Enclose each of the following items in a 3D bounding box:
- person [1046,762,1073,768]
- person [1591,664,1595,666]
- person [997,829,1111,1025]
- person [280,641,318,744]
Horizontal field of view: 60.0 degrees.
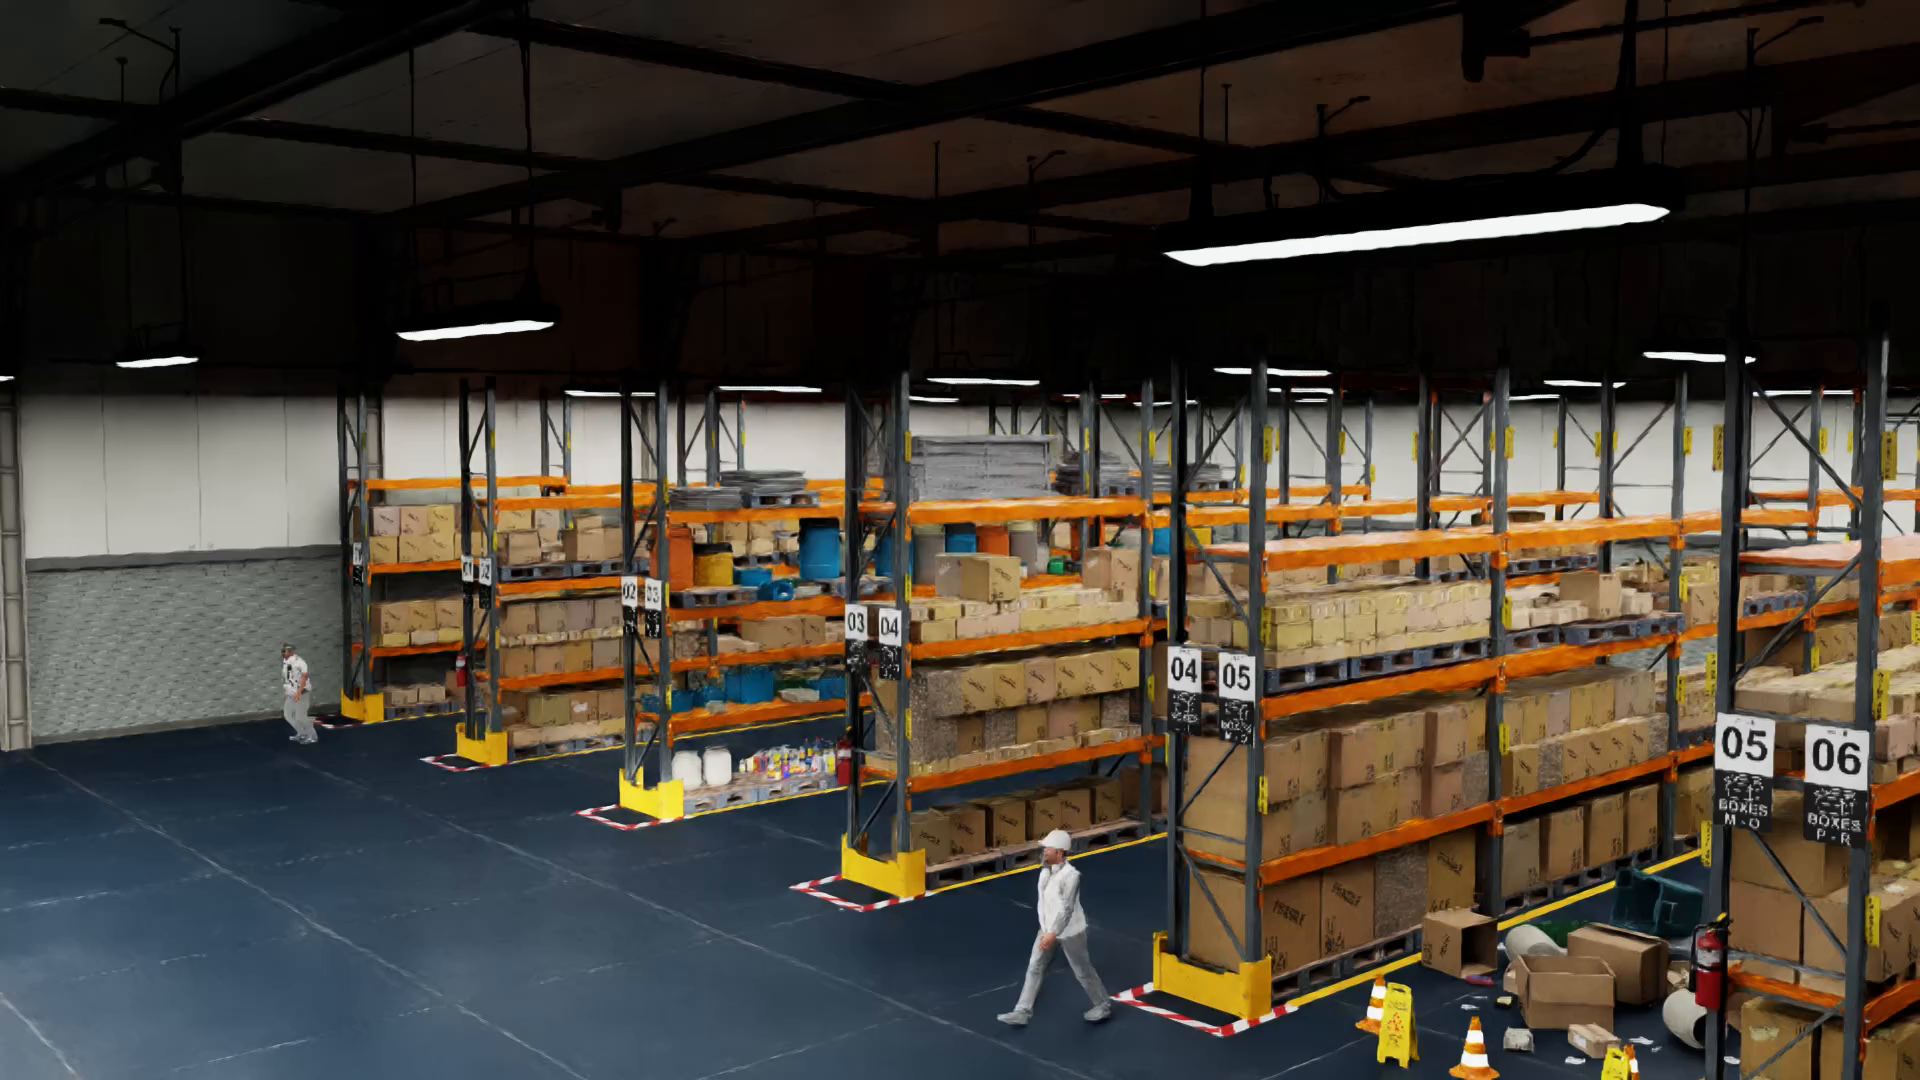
[{"bbox_3d":[1.499,2.633,25.537,0.436,1.680,0.546,2,4,24],"label":"person"},{"bbox_3d":[9.945,2.683,26.036,1.037,1.517,0.417,-3,5,-39],"label":"person"},{"bbox_3d":[0.853,3.352,14.391,1.033,1.714,0.539,-2,4,-32],"label":"person"},{"bbox_3d":[-10.963,2.506,27.527,0.527,1.714,0.683,-4,5,-43],"label":"person"}]
